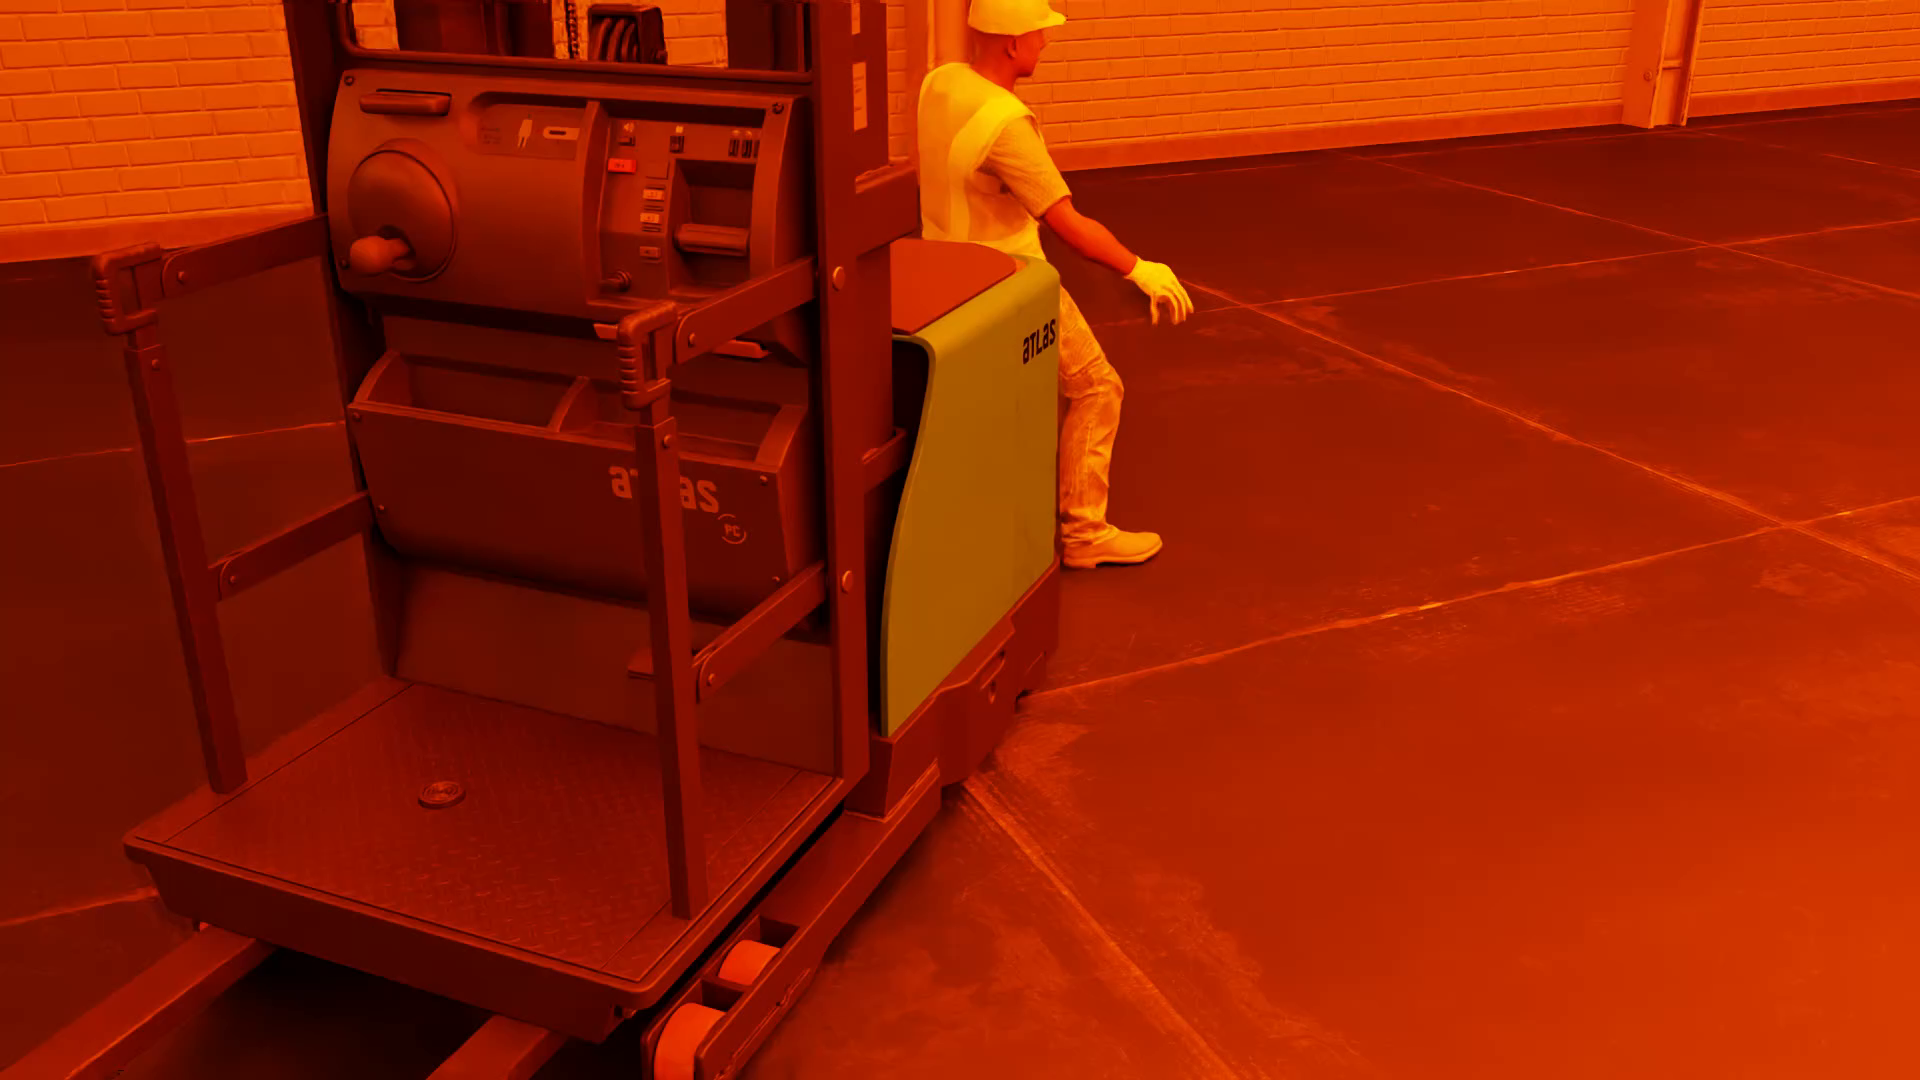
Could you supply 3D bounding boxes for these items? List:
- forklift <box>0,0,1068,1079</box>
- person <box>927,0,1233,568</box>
[{"bbox_3d":[-0.772,-0.603,2.737,1.130,2.935,3.031,9,24,21],"label":"forklift"},{"bbox_3d":[0.301,-0.813,4.992,0.766,1.596,0.955,-9,24,-21],"label":"person"}]
